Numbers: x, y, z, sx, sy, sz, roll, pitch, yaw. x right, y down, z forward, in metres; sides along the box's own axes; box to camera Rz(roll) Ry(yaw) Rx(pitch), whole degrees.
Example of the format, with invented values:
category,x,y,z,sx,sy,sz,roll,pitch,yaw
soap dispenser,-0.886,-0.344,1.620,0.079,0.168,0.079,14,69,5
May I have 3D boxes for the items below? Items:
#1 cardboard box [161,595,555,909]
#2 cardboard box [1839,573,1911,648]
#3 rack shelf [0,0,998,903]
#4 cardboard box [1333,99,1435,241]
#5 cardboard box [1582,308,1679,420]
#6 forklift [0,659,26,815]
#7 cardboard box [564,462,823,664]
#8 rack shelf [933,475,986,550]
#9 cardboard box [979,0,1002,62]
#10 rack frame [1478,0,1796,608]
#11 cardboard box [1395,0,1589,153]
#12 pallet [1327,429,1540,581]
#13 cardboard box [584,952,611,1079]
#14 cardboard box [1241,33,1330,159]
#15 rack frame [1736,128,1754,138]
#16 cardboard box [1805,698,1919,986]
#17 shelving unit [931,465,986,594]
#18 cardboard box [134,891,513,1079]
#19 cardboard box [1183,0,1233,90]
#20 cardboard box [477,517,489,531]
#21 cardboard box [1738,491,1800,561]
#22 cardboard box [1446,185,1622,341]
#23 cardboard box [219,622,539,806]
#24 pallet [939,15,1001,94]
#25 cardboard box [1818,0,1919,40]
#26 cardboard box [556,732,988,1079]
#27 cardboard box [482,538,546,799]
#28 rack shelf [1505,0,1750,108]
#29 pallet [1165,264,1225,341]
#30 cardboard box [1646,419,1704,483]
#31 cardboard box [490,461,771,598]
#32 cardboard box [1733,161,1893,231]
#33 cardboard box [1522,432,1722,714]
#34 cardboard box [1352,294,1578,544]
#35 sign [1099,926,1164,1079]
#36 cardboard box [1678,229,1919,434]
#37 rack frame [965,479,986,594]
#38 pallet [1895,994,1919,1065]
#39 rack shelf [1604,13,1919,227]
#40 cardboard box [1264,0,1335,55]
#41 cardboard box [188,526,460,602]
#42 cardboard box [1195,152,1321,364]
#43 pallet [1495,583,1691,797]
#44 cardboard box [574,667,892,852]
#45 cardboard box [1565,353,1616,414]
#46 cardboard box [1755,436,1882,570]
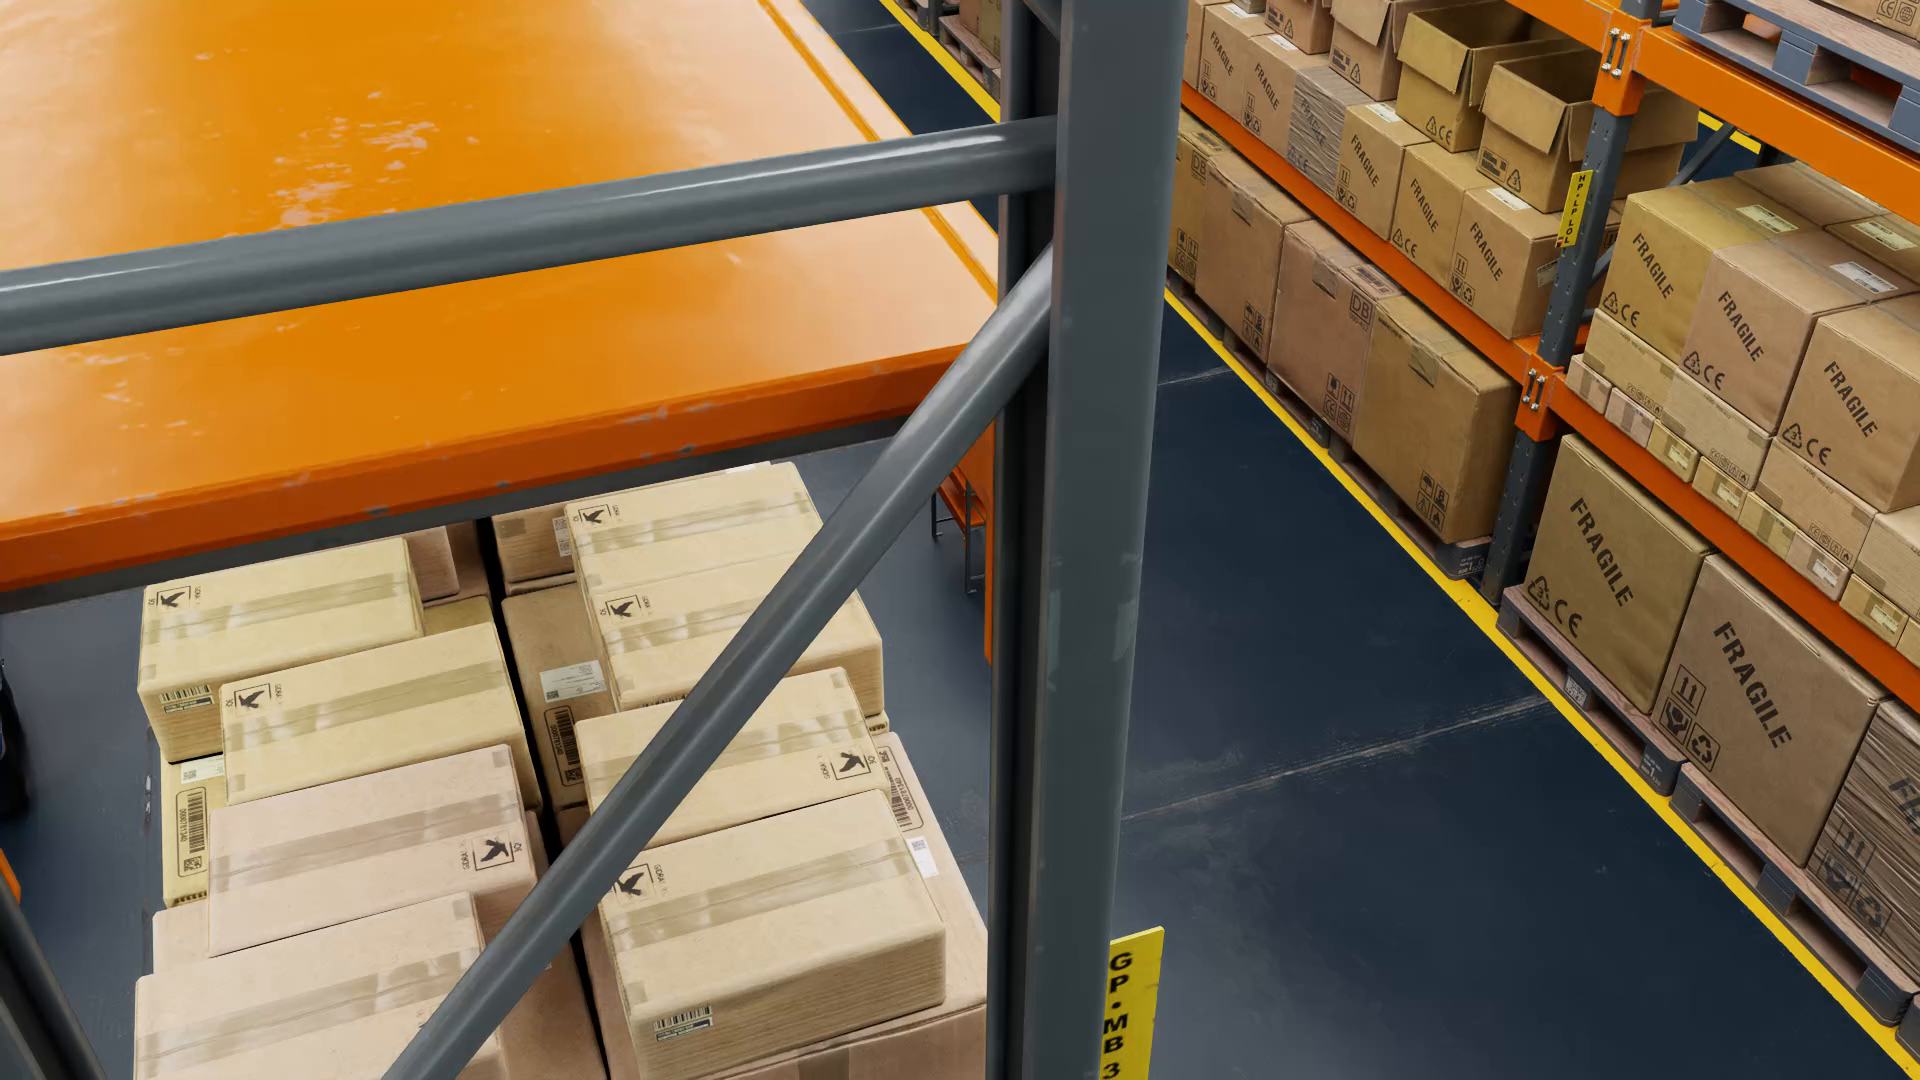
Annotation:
category,x,y,z,sx,sy,sz,roll,pitch,yaw
cardboard box,-0.913,0.380,2.529,0.500,0.250,0.500,-13,39,-17
cardboard box,3.304,0.201,5.759,0.380,0.149,0.250,-14,39,-17
rack shelf,-1.027,-1.024,2.791,1.077,0.370,4.000,-12,39,-16
cardboard box,2.209,-1.838,8.174,0.500,0.500,0.500,-13,39,-16
cardboard box,2.893,-0.755,6.697,0.500,0.250,0.500,-13,39,-17
forklift,-5.036,-0.640,6.724,1.130,2.935,3.031,-21,42,-25
cardboard box,-0.415,0.033,2.658,0.380,0.149,0.250,-12,39,-15
rack shelf,0.057,-0.173,7.985,0.258,0.148,0.480,-12,39,-16
cardboard box,0.561,-4.088,12.956,0.700,0.500,0.500,-13,39,-16
rack frame,2.977,-1.016,7.166,1.000,3.000,0.127,-12,39,-16
cardboard box,2.524,-2.205,7.828,0.797,0.503,0.637,-12,39,-15
pallet,2.641,-0.322,8.563,1.003,0.211,1.213,-12,39,-16
cardboard box,-0.253,0.769,2.428,0.500,0.250,0.500,-11,38,-14
cardboard box,1.871,-2.405,8.927,0.500,0.500,0.500,-13,39,-17
rack frame,6.251,-4.301,11.527,1.000,3.000,0.127,-12,39,-16
cardboard box,3.745,1.066,5.819,0.875,0.875,0.875,-12,39,-16
shelving unit,0.057,-0.386,7.825,0.258,1.200,0.503,-12,39,-16
cardboard box,-0.729,0.590,1.919,0.380,0.149,0.250,-13,39,-16
cardboard box,1.512,-2.984,9.696,0.500,0.500,0.500,-11,38,-15
cardboard box,-1.250,-0.198,3.296,0.500,0.250,0.500,-14,39,-18
cardboard box,3.128,-0.090,6.145,0.380,0.149,0.250,-13,39,-17
cardboard box,2.559,-1.263,7.411,0.500,0.500,0.500,-12,39,-16
cardboard box,-0.811,0.285,2.323,0.380,0.149,0.250,-14,39,-17
pallet,0.493,-3.982,13.421,1.003,0.211,1.213,-12,39,-16
cardboard box,3.303,-2.032,5.506,0.700,0.500,0.500,-15,39,-19
cardboard box,-0.249,0.568,2.279,0.500,0.250,0.500,-12,39,-15
cardboard box,-0.620,0.182,3.207,0.500,0.250,0.500,-14,39,-17
rack shelf,2.289,-3.056,7.980,1.077,0.370,4.000,-12,39,-16
pallet,1.801,-1.700,10.393,1.003,0.211,1.213,-12,39,-16
cardboard box,2.948,-0.382,6.534,0.380,0.149,0.250,-11,38,-14
cardboard box,-0.589,-0.008,3.044,0.500,0.250,0.500,-12,39,-15
cardboard box,3.386,-1.170,6.624,0.500,0.500,0.500,-11,38,-15
cardboard box,3.129,0.055,7.162,0.875,0.875,0.875,-12,39,-16
cardboard box,2.738,-0.692,8.153,1.225,0.875,0.875,-12,39,-16
sign,0.171,0.554,1.862,0.100,0.325,0.005,-12,39,-16
cardboard box,3.064,-0.771,6.095,0.500,0.500,0.500,-12,39,-16
rack frame,0.141,-0.248,7.642,0.240,1.200,0.015,-12,39,-16
pallet,4.005,1.922,5.583,1.003,0.211,1.213,-12,39,-16
rack shelf,3.665,-0.797,4.980,1.077,0.370,4.000,-12,39,-16
cardboard box,2.058,-2.931,8.791,0.797,0.503,0.637,-12,39,-15
cardboard box,-1.034,0.003,2.698,0.380,0.149,0.250,-13,39,-17
cardboard box,2.118,-1.695,9.485,1.225,0.875,0.875,-12,39,-16
pallet,3.165,0.544,7.413,1.003,0.211,1.213,-12,39,-16
cardboard box,-0.307,0.339,2.252,0.380,0.149,0.250,-11,38,-14
cardboard box,2.766,-0.679,6.928,0.380,0.149,0.250,-12,39,-16
cardboard box,3.243,-0.181,5.936,0.500,0.250,0.500,-12,38,-15
